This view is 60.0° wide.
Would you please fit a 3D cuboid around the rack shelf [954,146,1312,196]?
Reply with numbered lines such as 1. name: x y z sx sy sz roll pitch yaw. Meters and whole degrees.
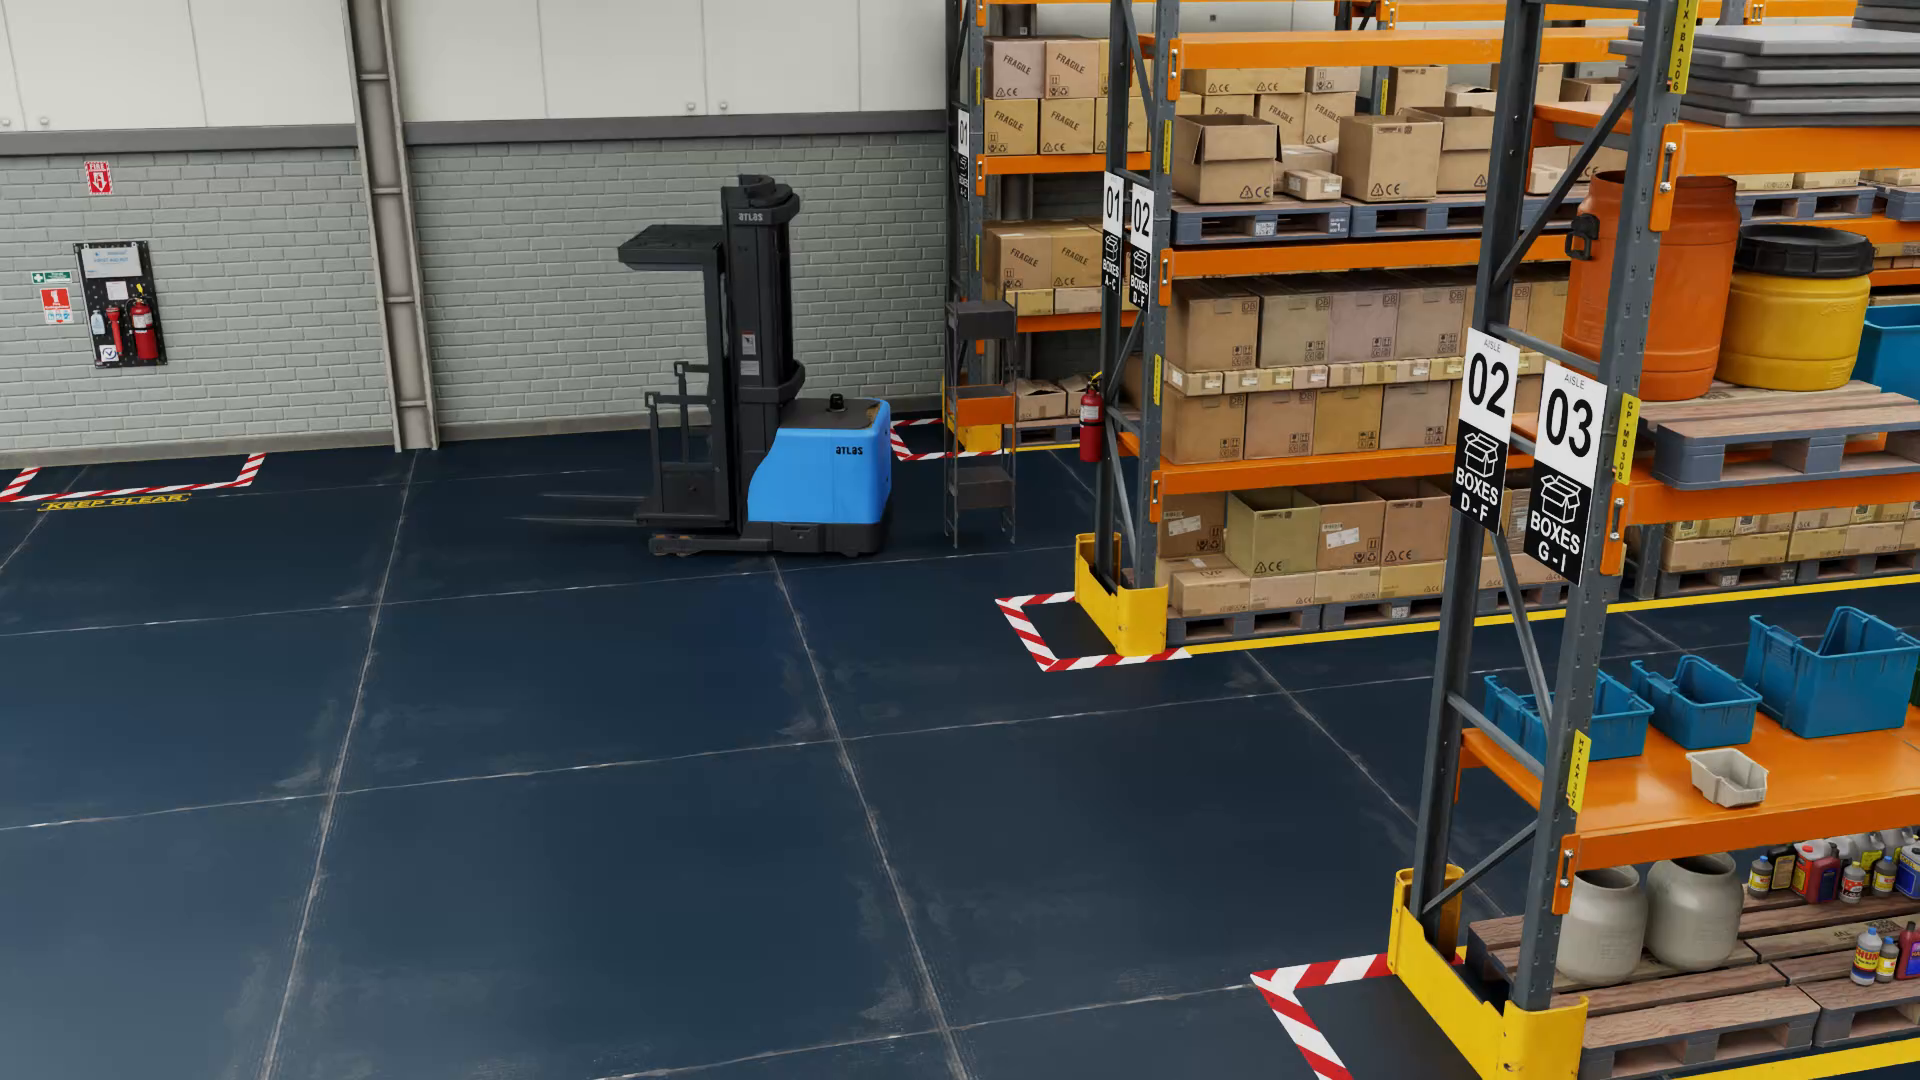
1. rack shelf: 1.982 -3.686 16.200 4.000 0.370 1.077 -5 21 -12

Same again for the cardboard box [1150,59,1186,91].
1. cardboard box: 1.899 -4.628 16.100 0.500 0.500 0.500 -5 21 -13

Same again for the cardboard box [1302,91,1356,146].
1. cardboard box: 3.491 -4.115 16.152 0.500 0.500 0.500 -4 21 -11

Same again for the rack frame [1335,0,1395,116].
1. rack frame: 3.928 -5.590 15.993 0.127 3.000 1.000 -5 21 -12

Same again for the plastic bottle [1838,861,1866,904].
1. plastic bottle: 4.435 1.693 8.260 0.097 0.201 0.097 0 20 0

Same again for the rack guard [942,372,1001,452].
1. rack guard: 0.109 -1.289 16.607 0.348 0.500 1.175 -5 21 -12

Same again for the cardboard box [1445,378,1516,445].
1. cardboard box: 3.640 -1.043 12.155 0.500 0.500 0.700 -4 21 -12

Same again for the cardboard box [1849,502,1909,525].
1. cardboard box: 7.027 -0.356 12.998 0.500 0.311 0.500 -4 21 -11

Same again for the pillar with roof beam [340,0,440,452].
1. pillar with roof beam: -4.331 -3.703 10.840 0.400 9.000 9.100 -5 21 -12

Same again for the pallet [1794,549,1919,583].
1. pallet: 6.969 0.025 13.440 1.213 0.211 1.003 -5 21 -12

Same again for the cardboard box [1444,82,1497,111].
1. cardboard box: 5.078 -4.402 16.630 0.500 0.311 0.500 -4 20 -11

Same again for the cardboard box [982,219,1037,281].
1. cardboard box: 0.445 -2.856 16.350 0.500 0.500 0.500 -5 21 -13

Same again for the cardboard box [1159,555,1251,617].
1. cardboard box: 1.752 0.327 11.948 0.500 0.250 0.500 -5 21 -12

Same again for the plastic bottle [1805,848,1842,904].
1. plastic bottle: 4.278 1.661 8.229 0.133 0.283 0.061 -5 21 -12

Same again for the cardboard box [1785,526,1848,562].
1. cardboard box: 6.522 -0.052 12.984 0.500 0.250 0.500 -5 21 -14

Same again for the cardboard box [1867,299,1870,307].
1. cardboard box: 9.420 -2.359 18.409 0.750 0.750 0.750 -5 21 -13

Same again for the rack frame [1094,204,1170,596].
1. rack frame: 1.179 -0.799 11.634 0.127 3.000 1.000 -5 21 -12

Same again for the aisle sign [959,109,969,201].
1. aisle sign: 0.034 -3.571 15.423 0.004 0.787 0.394 -5 21 -12

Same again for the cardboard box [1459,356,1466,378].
1. cardboard box: 3.620 -1.274 11.842 0.250 0.149 0.380 -4 21 -11

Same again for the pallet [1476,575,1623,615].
1. pallet: 4.288 0.243 12.845 1.213 0.211 1.003 -5 21 -12

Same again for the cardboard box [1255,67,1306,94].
1. cardboard box: 2.969 -4.530 15.831 0.500 0.500 0.500 -4 20 -10

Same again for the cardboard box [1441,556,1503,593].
1. cardboard box: 3.698 0.169 12.379 0.500 0.250 0.500 -5 21 -12

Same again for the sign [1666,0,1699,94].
1. sign: 2.437 -1.675 5.608 0.005 0.325 0.100 -5 21 -12

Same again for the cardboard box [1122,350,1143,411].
1. cardboard box: 2.009 -1.601 16.818 0.500 0.500 0.700 -6 21 -16

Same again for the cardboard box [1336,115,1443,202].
1. cardboard box: 2.858 -2.557 11.114 0.500 0.500 0.500 -5 21 -12

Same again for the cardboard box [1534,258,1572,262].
1. cardboard box: 6.158 -3.197 17.396 0.500 0.500 0.700 -5 21 -12

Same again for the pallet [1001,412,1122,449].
1. pallet: 0.908 -1.206 16.800 1.213 0.211 1.003 -5 21 -12

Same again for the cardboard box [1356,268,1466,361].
1. cardboard box: 3.176 -1.615 11.831 0.500 0.500 0.700 -5 21 -12

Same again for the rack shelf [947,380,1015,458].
1. rack shelf: 0.161 -0.986 13.494 0.480 0.518 0.431 -5 21 -12

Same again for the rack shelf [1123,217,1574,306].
1. rack shelf: 3.125 -2.028 11.674 4.000 0.370 1.077 -5 21 -12

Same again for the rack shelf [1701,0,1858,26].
1. rack shelf: 9.767 -5.540 17.482 4.000 0.370 1.077 -5 21 -12

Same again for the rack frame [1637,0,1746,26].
1. rack frame: 5.071 -3.932 11.467 0.127 3.000 1.000 -5 21 -12

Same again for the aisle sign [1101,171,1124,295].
1. aisle sign: 1.047 -2.113 11.442 0.004 0.787 0.394 -5 21 -12

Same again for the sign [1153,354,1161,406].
1. sign: 1.301 -1.056 10.963 0.005 0.325 0.100 -5 21 -12

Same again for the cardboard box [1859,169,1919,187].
1. cardboard box: 6.946 -2.782 12.294 0.500 0.250 0.500 -6 21 -17

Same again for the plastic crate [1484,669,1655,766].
1. plastic crate: 2.733 0.790 7.515 0.616 0.251 0.499 -5 21 -12

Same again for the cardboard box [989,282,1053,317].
1. cardboard box: 0.583 -2.328 15.998 0.500 0.250 0.500 -5 21 -14

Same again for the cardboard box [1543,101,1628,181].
1. cardboard box: 4.521 -2.882 12.001 0.500 0.500 0.500 -3 20 -8

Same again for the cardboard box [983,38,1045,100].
1. cardboard box: 0.466 -4.340 15.313 0.500 0.500 0.500 -6 21 -16

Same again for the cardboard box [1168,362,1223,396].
1. cardboard box: 1.610 -1.109 11.394 0.250 0.149 0.380 -5 21 -13

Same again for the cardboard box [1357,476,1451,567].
1. cardboard box: 3.212 -0.143 12.140 0.500 0.500 0.500 -5 21 -12

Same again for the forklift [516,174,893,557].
1. forklift: -2.111 -1.422 13.435 3.031 2.935 1.130 1 20 4

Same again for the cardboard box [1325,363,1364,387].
1. cardboard box: 2.614 -1.192 11.618 0.250 0.149 0.380 -5 21 -14

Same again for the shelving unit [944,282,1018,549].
1. shelving unit: 0.161 -0.999 13.489 0.503 2.100 0.431 -5 21 -12

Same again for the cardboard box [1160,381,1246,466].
1. cardboard box: 1.636 -0.878 11.706 0.500 0.500 0.700 -5 21 -12

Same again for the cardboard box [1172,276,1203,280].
1. cardboard box: 2.056 -2.804 16.208 0.500 0.500 0.500 -4 20 -11

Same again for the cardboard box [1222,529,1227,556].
1. cardboard box: 2.116 0.110 12.540 0.500 0.250 0.500 -5 21 -12

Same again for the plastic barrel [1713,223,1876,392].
1. plastic barrel: 3.395 -0.967 6.849 0.600 0.588 0.600 0 20 0

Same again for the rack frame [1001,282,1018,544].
1. rack frame: 0.399 -1.018 13.542 0.015 2.100 0.400 -5 21 -12

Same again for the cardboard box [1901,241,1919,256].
1. cardboard box: 10.337 -3.401 18.131 0.500 0.500 0.500 -5 21 -12

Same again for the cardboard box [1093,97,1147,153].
1. cardboard box: 1.453 -3.937 15.667 0.500 0.500 0.500 -4 20 -10

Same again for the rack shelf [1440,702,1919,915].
1. rack shelf: 4.261 1.039 7.663 4.000 0.370 1.077 -5 21 -12

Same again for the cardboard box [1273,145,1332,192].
1. cardboard box: 2.239 -2.579 11.538 0.500 0.250 0.500 -5 21 -12

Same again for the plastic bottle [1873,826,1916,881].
1. plastic bottle: 4.729 1.554 8.424 0.185 0.351 0.144 -5 21 -13

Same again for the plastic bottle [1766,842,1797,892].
1. plastic bottle: 4.111 1.621 8.338 0.133 0.283 0.061 -4 21 -11

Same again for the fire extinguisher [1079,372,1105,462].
1. fire extinguisher: 0.957 -0.909 12.047 0.183 0.674 0.296 -5 21 -12
